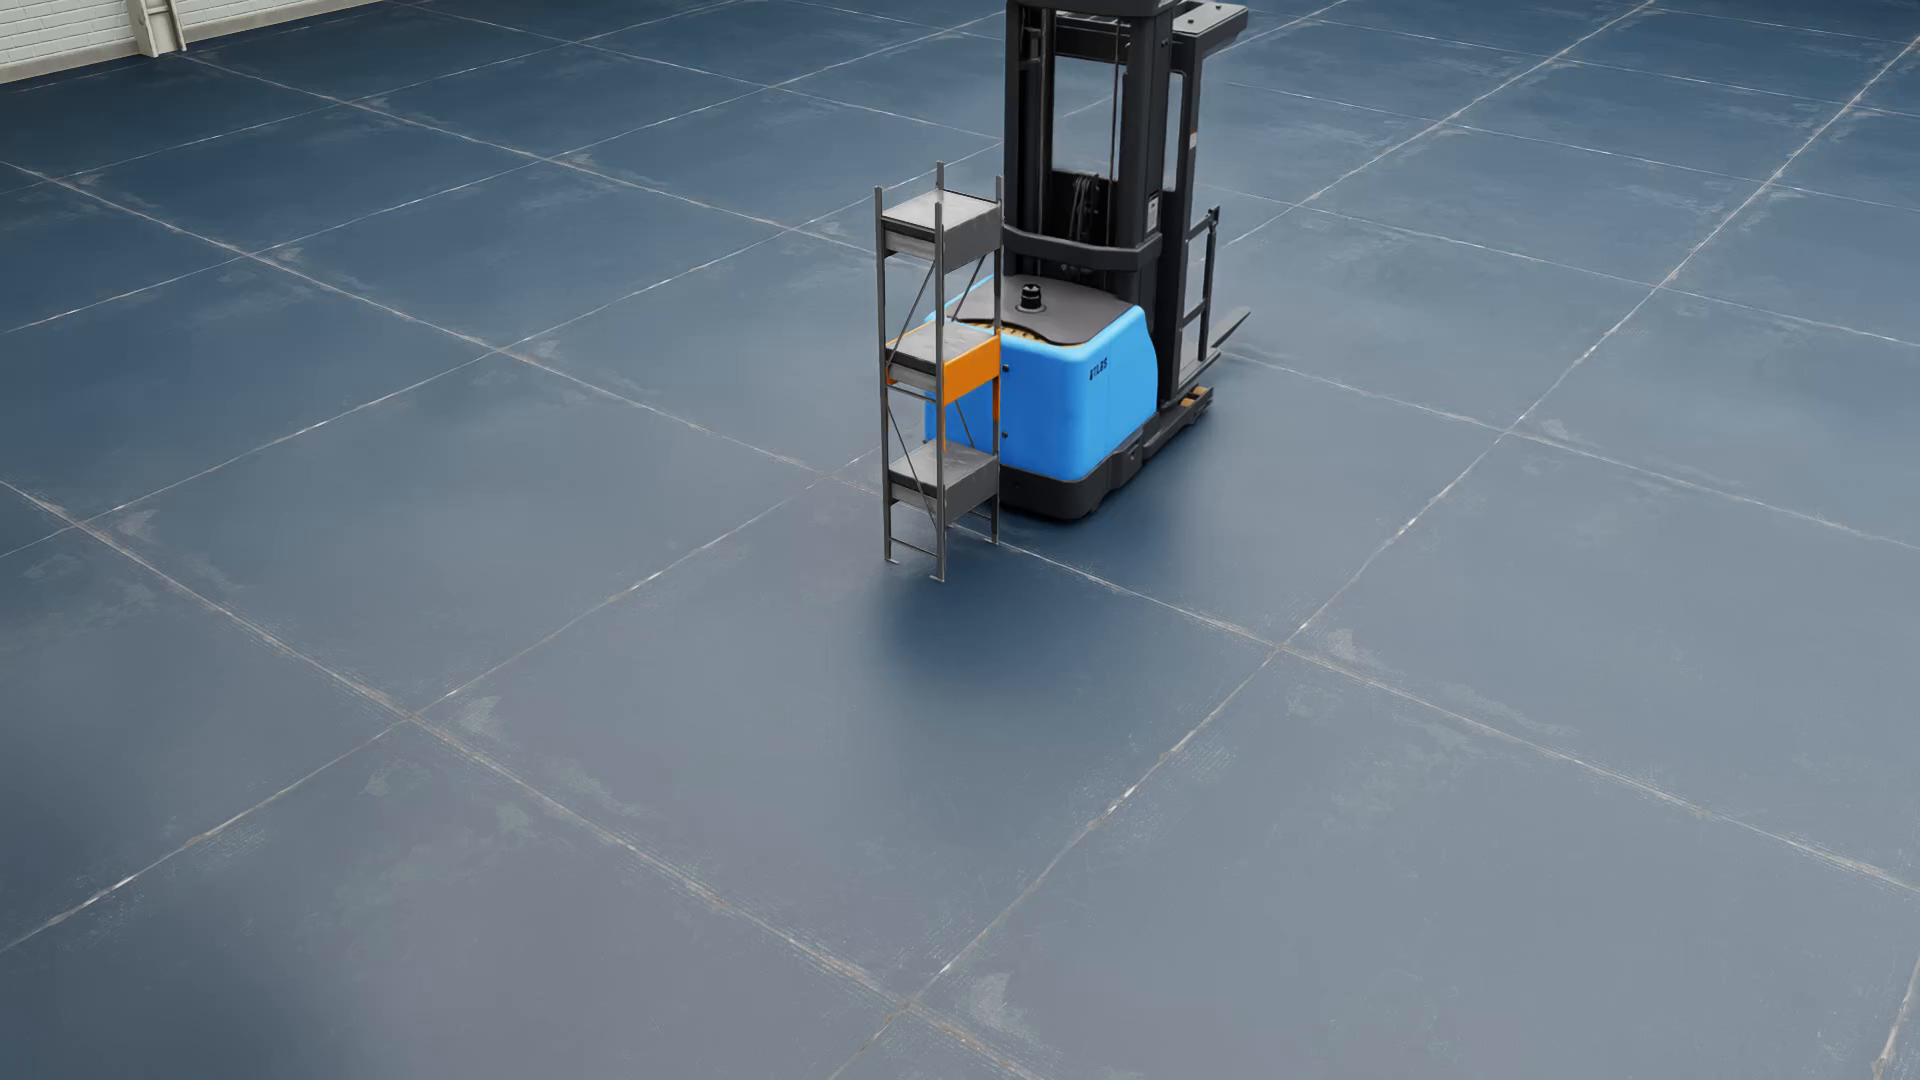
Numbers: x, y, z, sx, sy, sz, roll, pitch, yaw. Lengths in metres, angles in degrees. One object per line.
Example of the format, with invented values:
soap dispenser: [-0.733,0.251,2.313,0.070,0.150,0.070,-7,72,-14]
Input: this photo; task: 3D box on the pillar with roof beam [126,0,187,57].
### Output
pillar with roof beam: [-5.362,-7.936,13.815,9.100,9.000,0.400,21,37,31]

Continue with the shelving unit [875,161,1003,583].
shelving unit: [-0.100,-0.836,8.601,0.431,2.100,0.503,21,37,31]

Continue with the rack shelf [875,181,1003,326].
rack shelf: [-0.100,-1.426,8.251,0.431,0.518,0.480,21,37,31]

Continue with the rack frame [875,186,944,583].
rack frame: [-0.247,-0.737,8.434,0.400,2.100,0.015,21,37,31]

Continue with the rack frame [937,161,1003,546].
rack frame: [0.047,-0.935,8.769,0.400,2.100,0.015,21,37,31]

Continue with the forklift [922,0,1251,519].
forklift: [0.961,-2.095,9.910,1.130,2.935,3.031,17,34,26]

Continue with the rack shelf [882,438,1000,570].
rack shelf: [-0.100,-0.222,8.965,0.431,0.518,0.480,21,37,31]

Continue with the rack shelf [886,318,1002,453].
rack shelf: [-0.100,-0.824,8.608,0.431,0.518,0.480,21,37,31]
